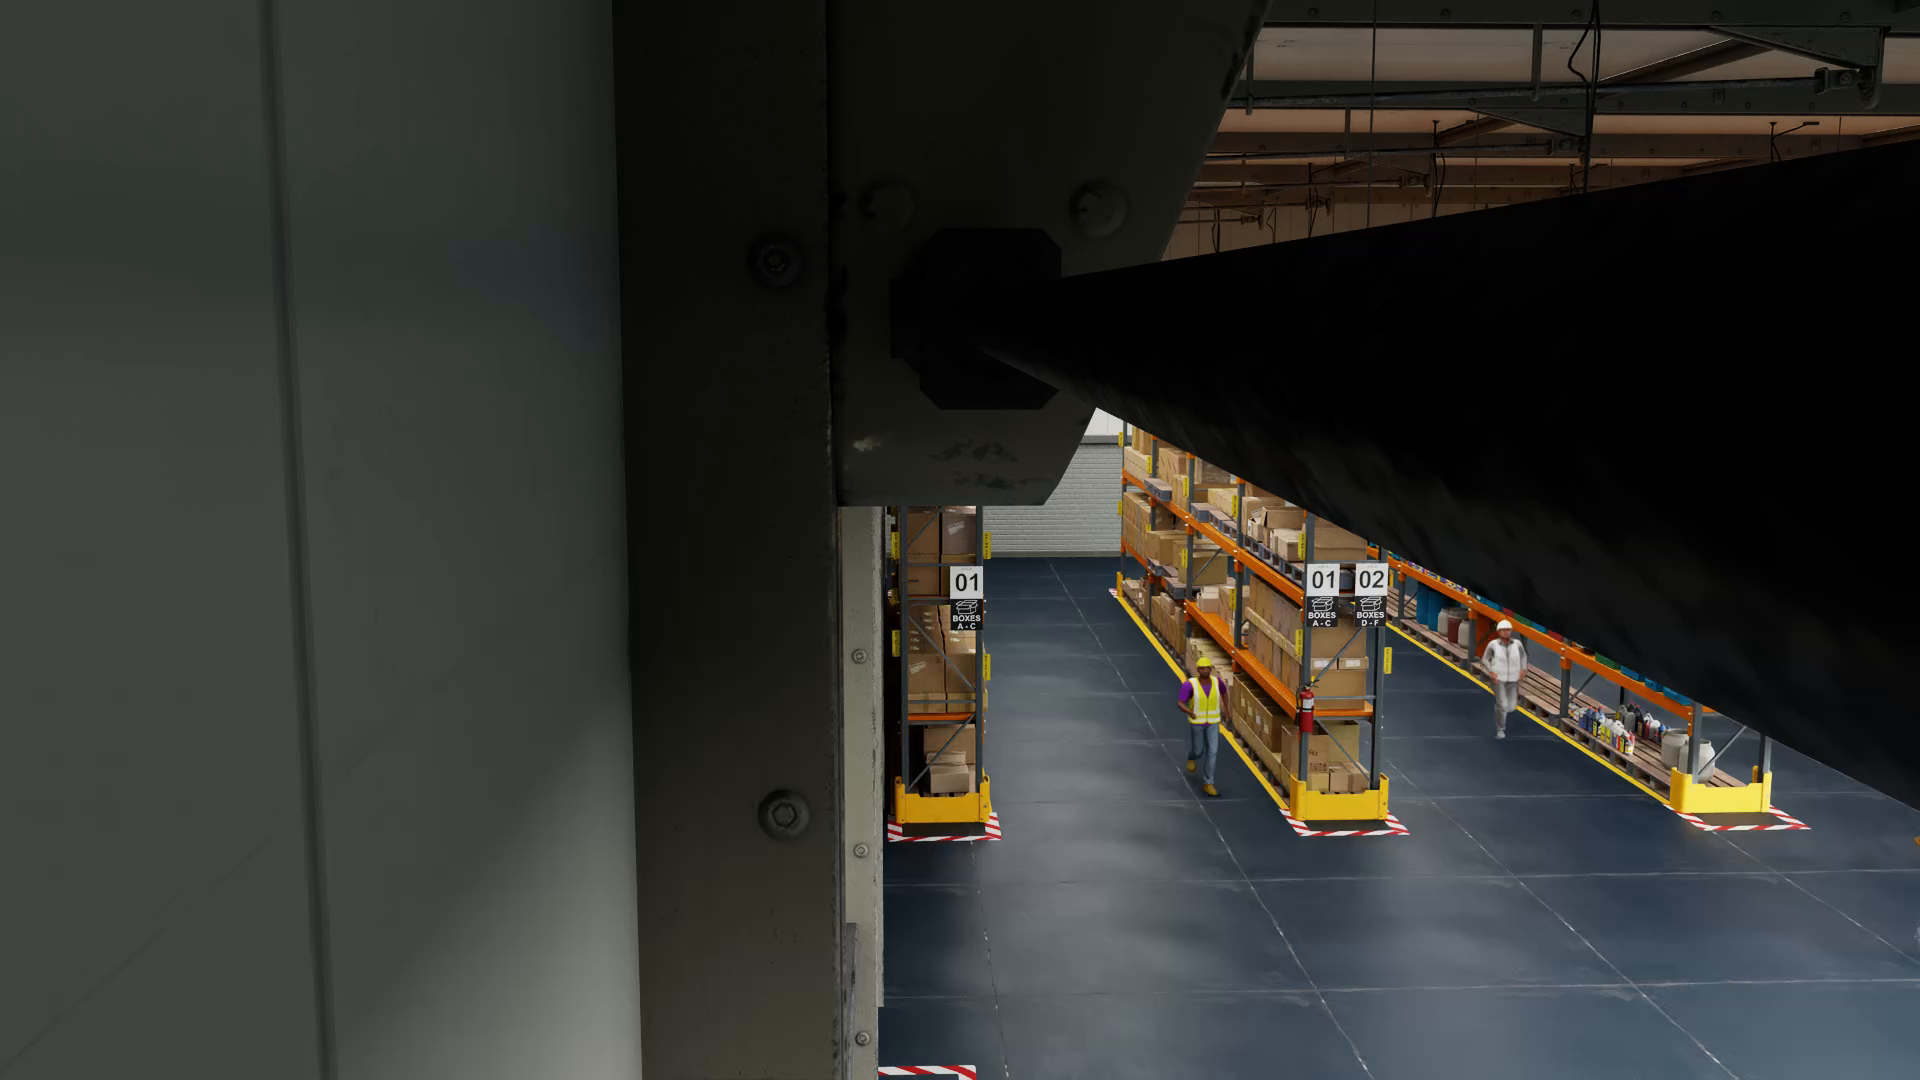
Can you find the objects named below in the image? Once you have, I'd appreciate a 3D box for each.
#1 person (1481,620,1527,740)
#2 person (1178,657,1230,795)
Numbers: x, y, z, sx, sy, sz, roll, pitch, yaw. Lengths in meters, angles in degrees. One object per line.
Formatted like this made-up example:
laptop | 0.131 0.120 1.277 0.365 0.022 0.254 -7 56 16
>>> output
person | 8.035 2.033 24.599 0.668 1.756 0.651 0 8 2
person | 3.224 2.402 21.899 0.713 1.741 0.966 -1 8 -5
